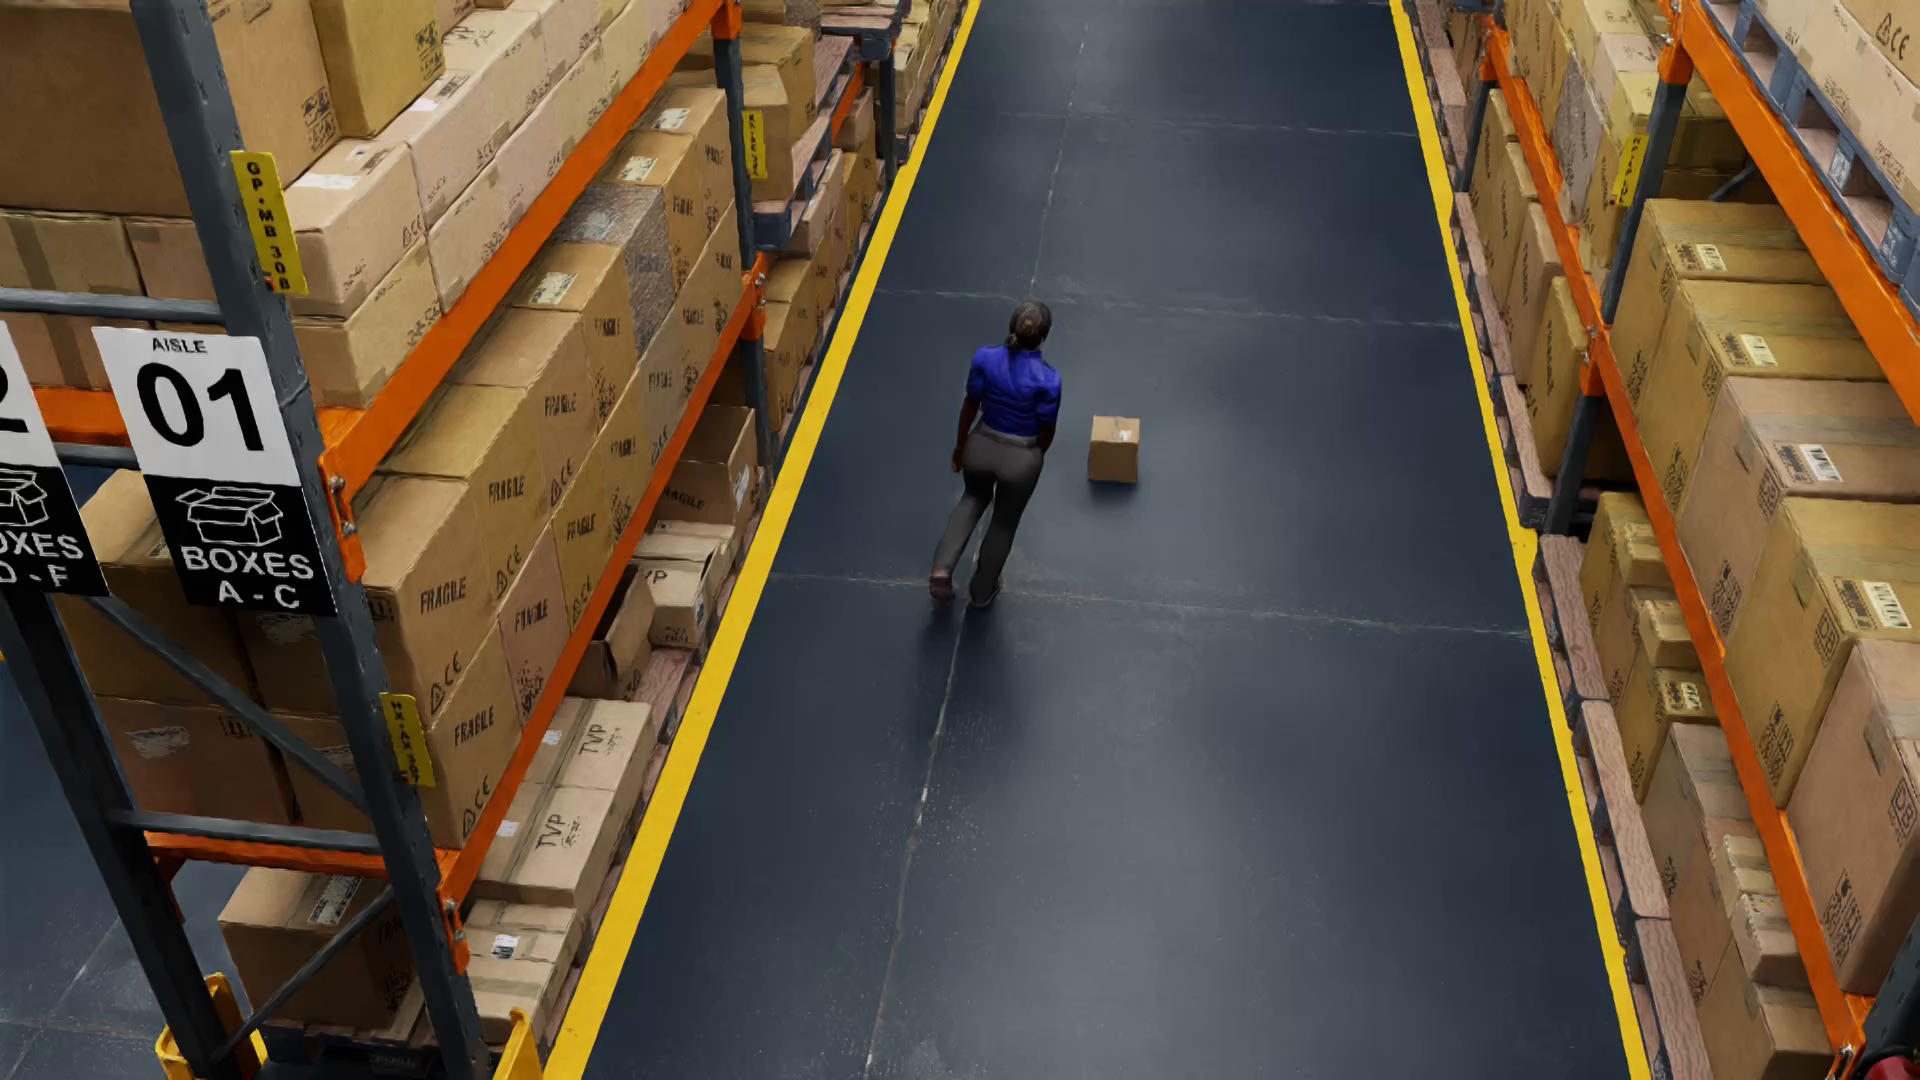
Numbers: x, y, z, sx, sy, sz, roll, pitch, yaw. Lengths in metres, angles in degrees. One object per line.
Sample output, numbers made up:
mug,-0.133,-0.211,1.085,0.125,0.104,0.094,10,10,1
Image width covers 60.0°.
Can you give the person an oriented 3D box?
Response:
person,0.173,-0.356,7.520,0.566,1.630,0.465,14,39,18
